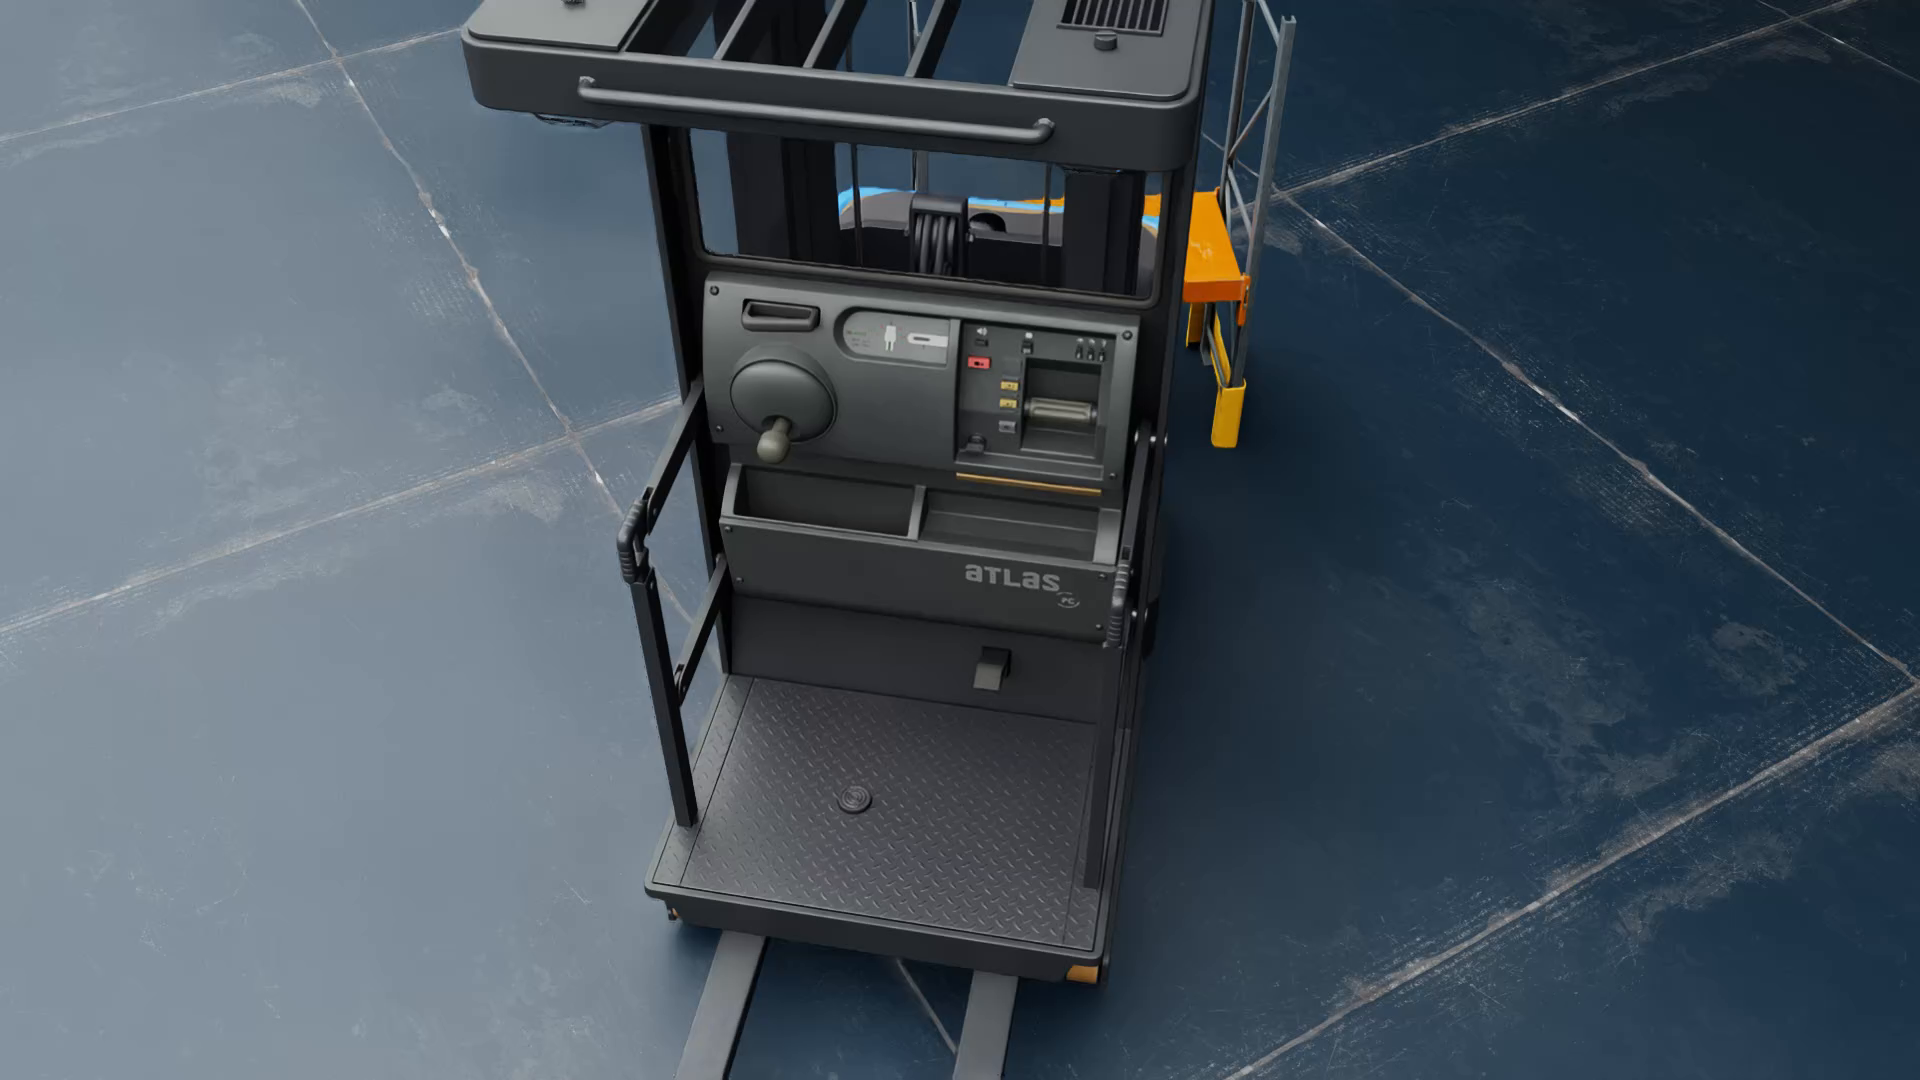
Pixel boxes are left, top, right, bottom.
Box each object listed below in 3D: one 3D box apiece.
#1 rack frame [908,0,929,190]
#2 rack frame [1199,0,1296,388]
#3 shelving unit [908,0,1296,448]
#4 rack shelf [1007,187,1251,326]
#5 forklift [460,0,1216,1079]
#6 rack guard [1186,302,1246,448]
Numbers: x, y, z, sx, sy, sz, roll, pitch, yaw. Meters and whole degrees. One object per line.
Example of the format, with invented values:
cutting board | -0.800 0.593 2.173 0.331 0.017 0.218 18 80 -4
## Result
rack frame | -0.124 -1.005 5.209 0.032 1.500 0.500 -3 44 -3
rack frame | 0.890 -1.053 5.258 0.032 1.500 0.500 -3 44 -3
shelving unit | 0.374 -1.029 5.233 1.083 1.500 0.587 -3 44 -3
rack shelf | 0.383 -0.900 5.359 1.000 0.185 0.538 -3 44 -3
forklift | -0.129 -0.239 3.392 1.130 2.935 3.031 7 45 7
rack guard | 0.871 -0.604 5.693 0.087 0.250 0.587 -3 44 -3
